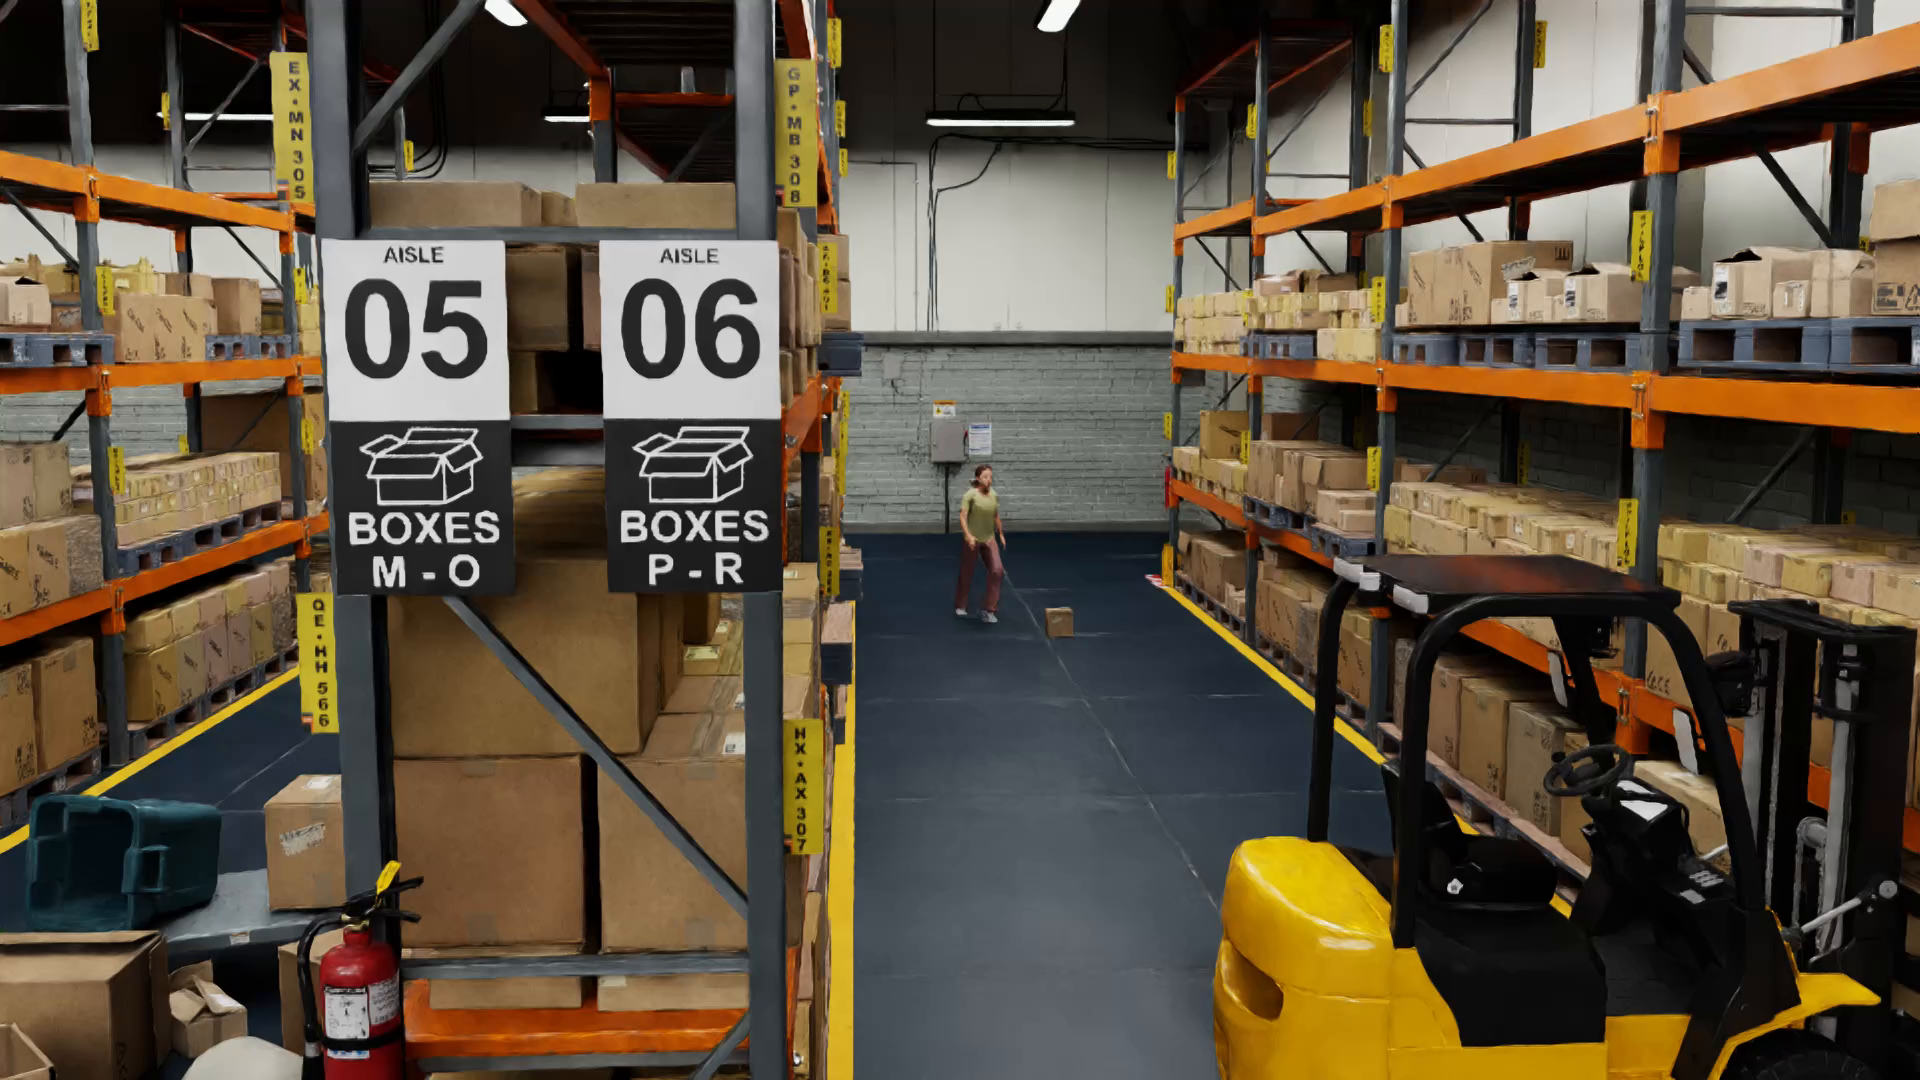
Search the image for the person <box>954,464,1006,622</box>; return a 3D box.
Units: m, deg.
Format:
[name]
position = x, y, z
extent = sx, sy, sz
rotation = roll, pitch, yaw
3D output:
[person]
position = 0.248, 0.039, 17.710
extent = 0.618, 1.710, 0.649
rotation = -4, 8, -29
